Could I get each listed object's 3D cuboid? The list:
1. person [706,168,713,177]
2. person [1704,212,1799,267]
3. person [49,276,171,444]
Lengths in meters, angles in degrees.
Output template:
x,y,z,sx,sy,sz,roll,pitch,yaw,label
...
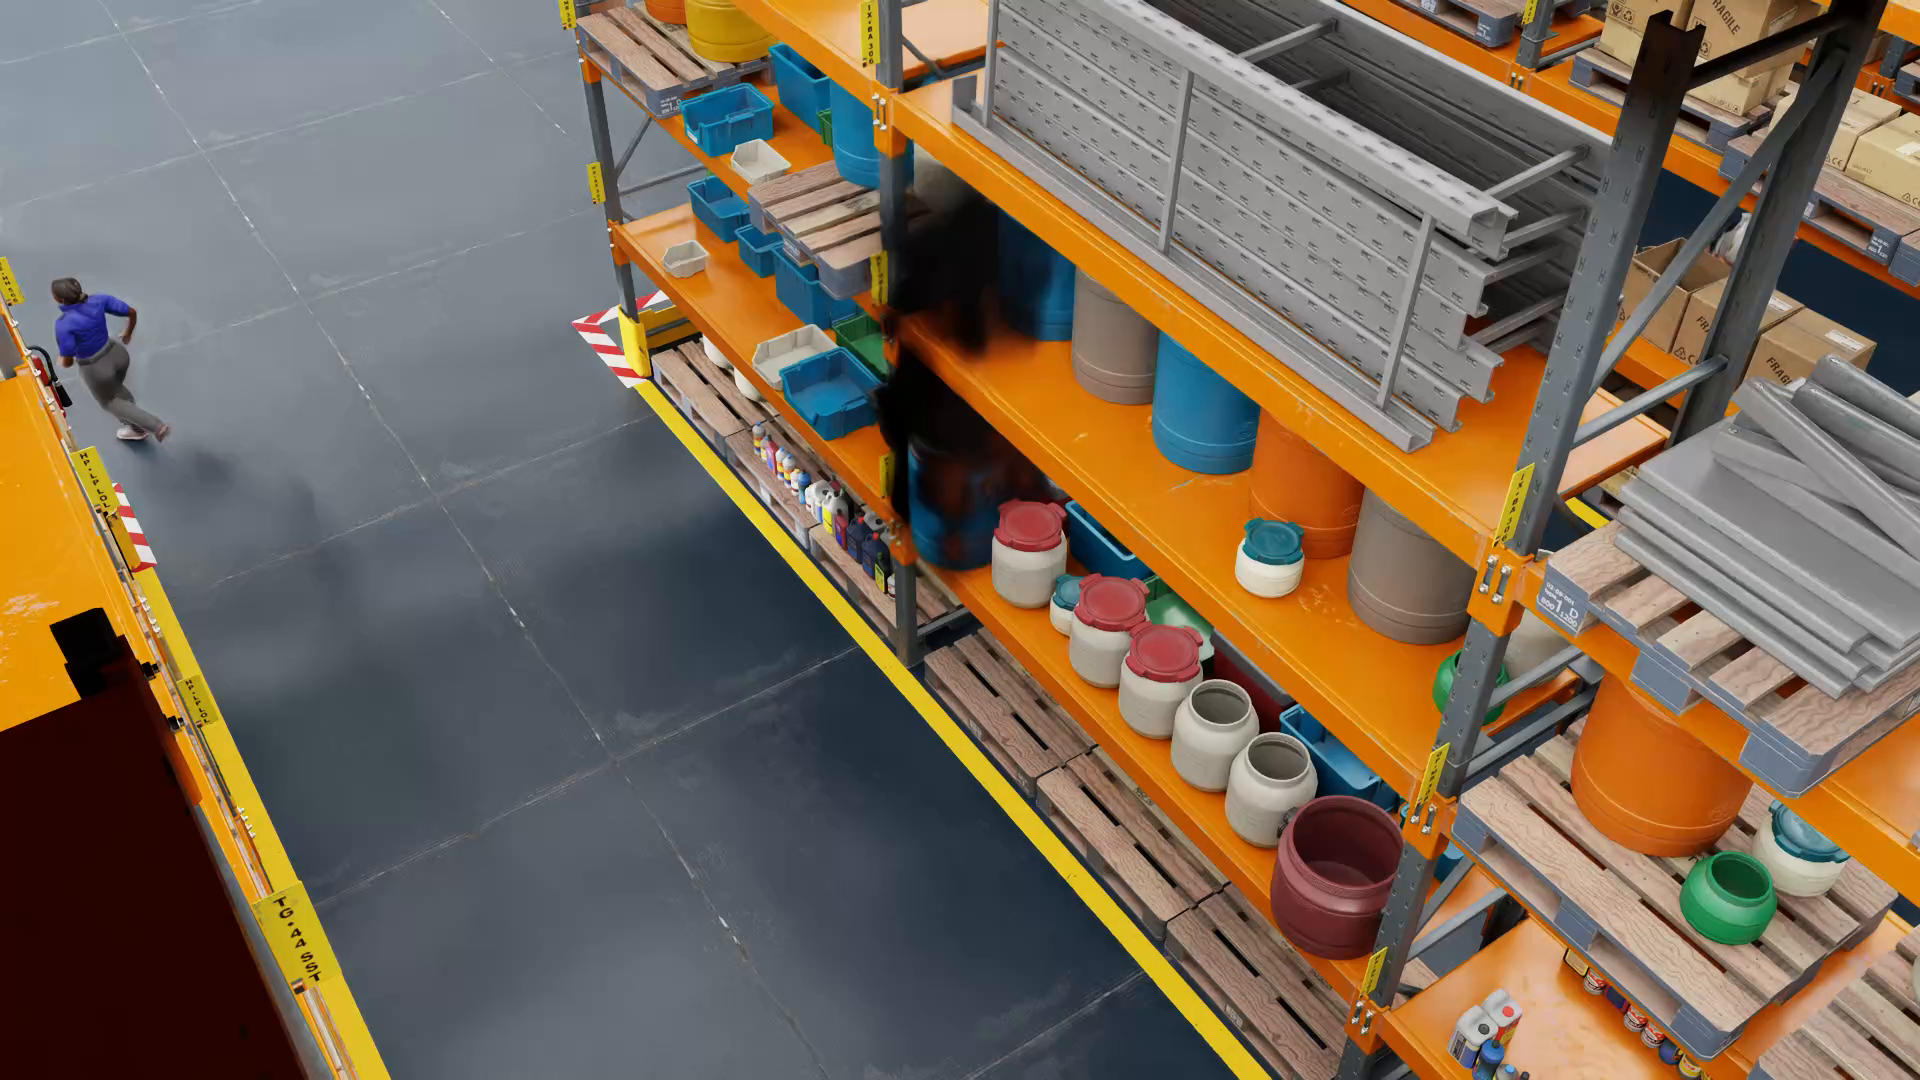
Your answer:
x,y,z,sx,sy,sz,roll,pitch,yaw,label
-1.898,-3.330,14.084,0.778,1.809,0.722,21,46,21,person
5.855,-2.029,12.670,0.658,1.739,0.602,-32,51,-30,person
-6.170,-1.253,11.956,0.632,1.630,0.630,17,45,18,person
